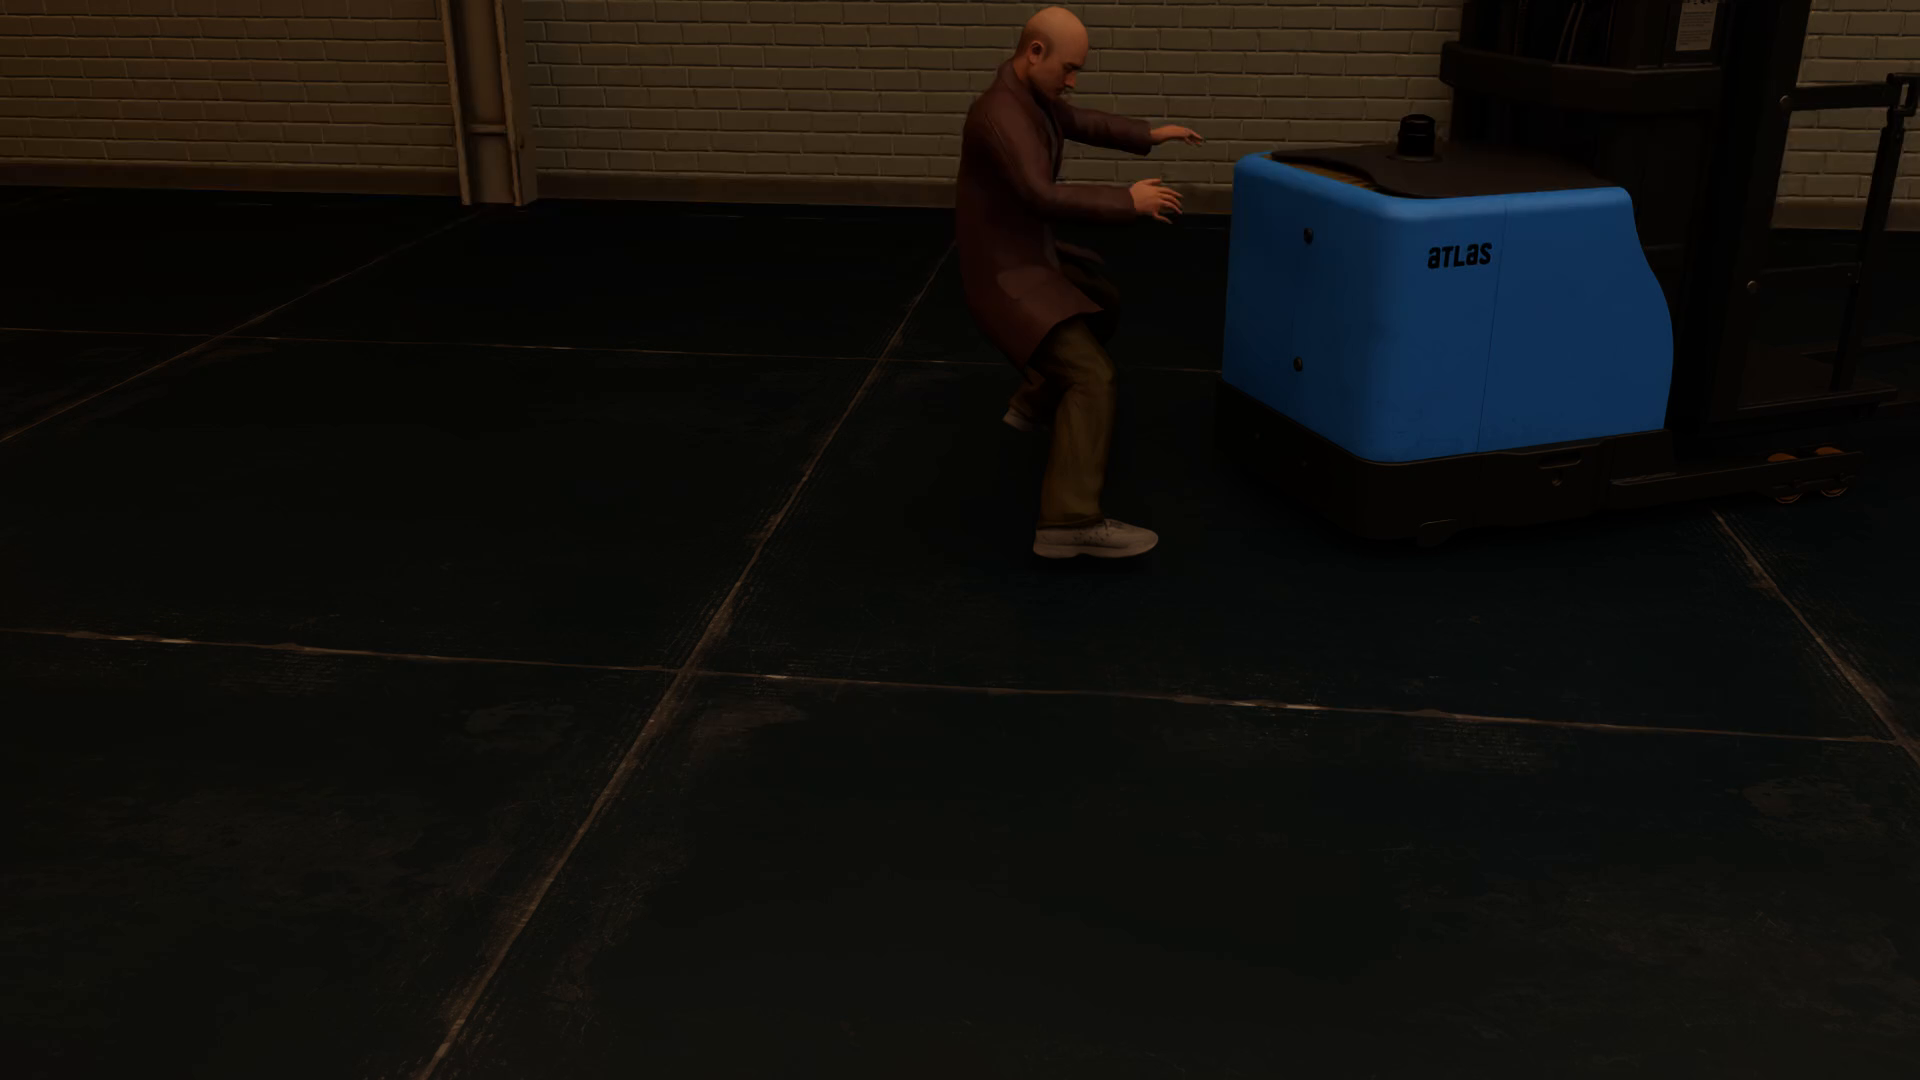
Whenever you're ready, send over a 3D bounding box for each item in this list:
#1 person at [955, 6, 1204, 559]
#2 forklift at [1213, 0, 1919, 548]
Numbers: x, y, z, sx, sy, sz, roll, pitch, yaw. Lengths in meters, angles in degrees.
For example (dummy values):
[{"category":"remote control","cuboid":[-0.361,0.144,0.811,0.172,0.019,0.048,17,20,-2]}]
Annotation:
[{"category":"person","cuboid":[0.359,-0.876,5.218,0.713,1.514,1.267,5,22,12]},{"category":"forklift","cuboid":[2.459,-1.655,5.364,3.031,2.935,1.130,-8,23,-18]}]
